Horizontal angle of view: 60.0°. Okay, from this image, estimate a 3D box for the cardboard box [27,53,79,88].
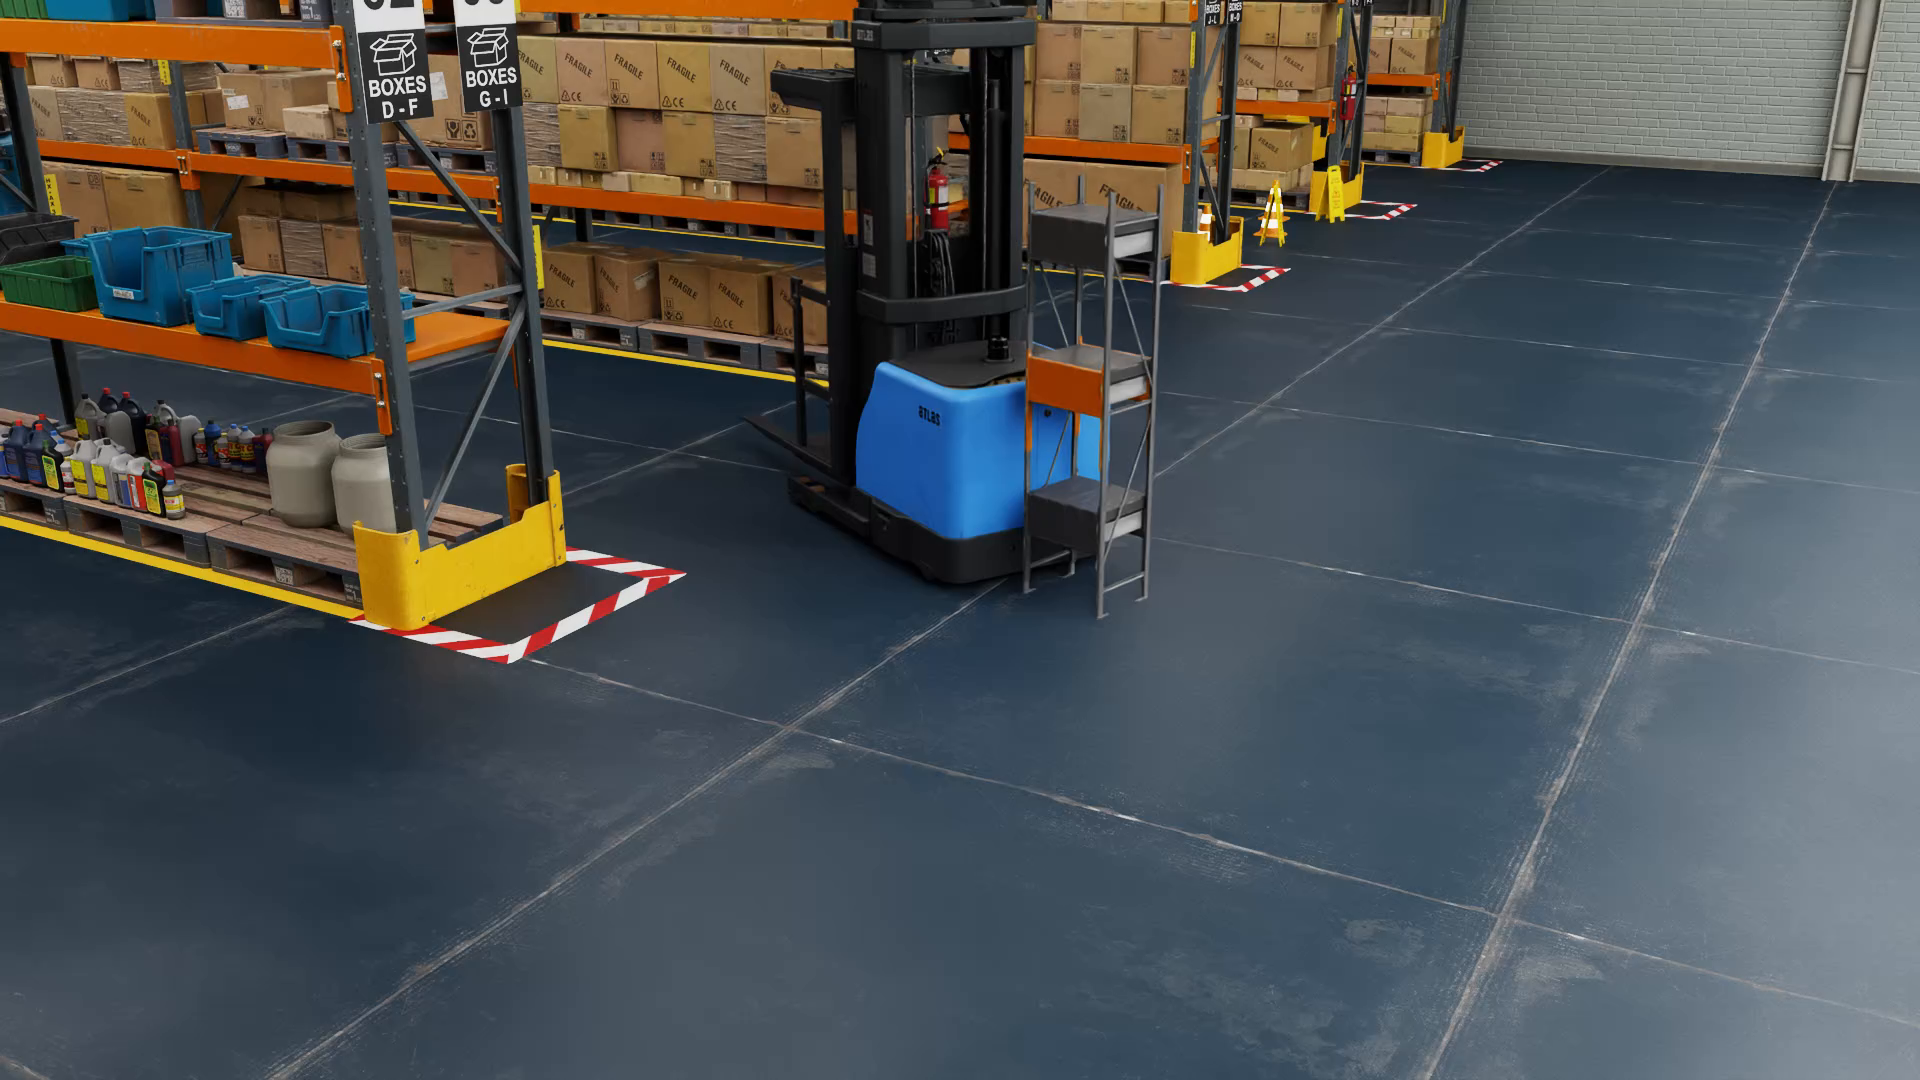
[{"bbox_3d":[-8.819,-4.829,16.661,0.637,0.503,0.797,12,23,29],"label":"cardboard box"}]

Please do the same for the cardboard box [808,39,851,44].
[{"bbox_3d":[-0.829,-3.549,12.702,0.500,0.500,0.500,11,23,27],"label":"cardboard box"}]

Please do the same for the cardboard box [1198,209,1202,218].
[{"bbox_3d":[2.656,-3.861,19.792,0.380,0.149,0.250,-11,23,-29],"label":"cardboard box"}]

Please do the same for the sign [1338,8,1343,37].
[{"bbox_3d":[4.497,-6.116,19.665,0.005,0.325,0.100,11,23,27],"label":"sign"}]

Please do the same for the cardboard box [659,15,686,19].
[{"bbox_3d":[-4.099,-7.694,24.565,0.500,0.500,0.500,10,22,26],"label":"cardboard box"}]

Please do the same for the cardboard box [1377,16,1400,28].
[{"bbox_3d":[6.315,-7.619,24.436,0.250,0.149,0.380,11,23,28],"label":"cardboard box"}]

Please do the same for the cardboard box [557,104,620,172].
[{"bbox_3d":[-2.758,-3.300,13.481,0.500,0.500,0.875,11,23,27],"label":"cardboard box"}]

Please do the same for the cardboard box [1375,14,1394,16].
[{"bbox_3d":[6.355,-7.813,24.972,0.250,0.149,0.380,11,23,28],"label":"cardboard box"}]

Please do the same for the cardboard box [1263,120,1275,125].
[{"bbox_3d":[3.736,-5.148,21.475,0.500,0.500,0.500,10,22,25],"label":"cardboard box"}]

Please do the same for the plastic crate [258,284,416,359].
[{"bbox_3d":[-3.047,-1.084,8.174,0.616,0.251,0.499,11,23,27],"label":"plastic crate"}]

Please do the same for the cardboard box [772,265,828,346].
[{"bbox_3d":[-1.124,-1.855,13.130,0.500,0.500,0.500,18,27,41],"label":"cardboard box"}]

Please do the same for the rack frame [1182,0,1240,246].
[{"bbox_3d":[2.459,-4.095,16.254,0.127,3.000,1.000,11,23,27],"label":"rack frame"}]

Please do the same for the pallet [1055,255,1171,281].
[{"bbox_3d":[1.723,-2.893,17.032,1.213,0.211,1.003,11,23,27],"label":"pallet"}]

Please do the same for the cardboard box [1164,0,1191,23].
[{"bbox_3d":[2.931,-6.527,20.910,0.500,0.500,0.700,11,22,27],"label":"cardboard box"}]

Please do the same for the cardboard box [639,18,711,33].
[{"bbox_3d":[-3.247,-5.696,19.056,0.500,0.500,0.700,10,22,26],"label":"cardboard box"}]

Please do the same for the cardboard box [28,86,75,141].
[{"bbox_3d":[-8.915,-4.275,16.606,0.500,0.500,0.500,11,23,28],"label":"cardboard box"}]

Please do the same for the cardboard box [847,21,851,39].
[{"bbox_3d":[-0.728,-5.266,17.681,0.550,0.550,0.875,11,23,27],"label":"cardboard box"}]

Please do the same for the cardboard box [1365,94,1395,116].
[{"bbox_3d":[6.199,-6.505,24.849,0.500,0.250,0.500,11,23,28],"label":"cardboard box"}]

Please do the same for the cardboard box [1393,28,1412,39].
[{"bbox_3d":[6.525,-7.423,24.332,0.250,0.149,0.380,11,23,28],"label":"cardboard box"}]

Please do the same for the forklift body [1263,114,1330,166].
[{"bbox_3d":[4.657,-6.436,23.955,1.214,2.155,2.313,11,23,27],"label":"forklift body"}]

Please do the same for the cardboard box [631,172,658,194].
[{"bbox_3d":[-2.396,-2.856,13.208,0.250,0.149,0.380,11,23,27],"label":"cardboard box"}]

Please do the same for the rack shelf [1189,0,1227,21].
[{"bbox_3d":[0.713,-5.499,16.782,4.000,0.370,1.077,11,23,27],"label":"rack shelf"}]

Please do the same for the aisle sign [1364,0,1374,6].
[{"bbox_3d":[4.990,-6.889,20.145,0.004,0.787,0.394,11,23,27],"label":"aisle sign"}]

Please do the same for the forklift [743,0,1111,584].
[{"bbox_3d":[-0.373,-1.607,9.497,1.130,2.935,3.031,-11,23,-29],"label":"forklift"}]

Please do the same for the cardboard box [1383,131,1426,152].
[{"bbox_3d":[6.638,-5.952,24.791,0.500,0.250,0.500,11,23,28],"label":"cardboard box"}]

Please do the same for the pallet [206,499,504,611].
[{"bbox_3d":[-3.260,0.015,9.013,1.213,0.211,1.003,11,23,27],"label":"pallet"}]

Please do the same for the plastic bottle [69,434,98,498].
[{"bbox_3d":[-4.918,-0.427,9.383,0.185,0.351,0.144,11,22,27],"label":"plastic bottle"}]

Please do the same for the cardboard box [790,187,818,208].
[{"bbox_3d":[-1.070,-2.617,12.548,0.250,0.149,0.380,11,23,27],"label":"cardboard box"}]

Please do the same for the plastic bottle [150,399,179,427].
[{"bbox_3d":[-4.803,-0.680,10.081,0.185,0.351,0.144,11,22,27],"label":"plastic bottle"}]

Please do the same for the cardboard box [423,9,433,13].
[{"bbox_3d":[-8.449,-8.514,26.825,0.500,0.500,0.500,10,22,26],"label":"cardboard box"}]

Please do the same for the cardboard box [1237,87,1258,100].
[{"bbox_3d":[3.626,-5.557,20.655,0.250,0.149,0.380,11,23,28],"label":"cardboard box"}]

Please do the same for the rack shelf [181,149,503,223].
[{"bbox_3d":[-5.286,-3.294,15.103,4.000,0.370,1.077,11,23,27],"label":"rack shelf"}]

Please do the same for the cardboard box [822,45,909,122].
[{"bbox_3d":[-0.649,-3.309,12.041,0.500,0.500,0.500,11,23,27],"label":"cardboard box"}]

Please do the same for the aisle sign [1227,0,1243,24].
[{"bbox_3d":[2.667,-5.394,16.024,0.004,0.787,0.394,11,23,27],"label":"aisle sign"}]

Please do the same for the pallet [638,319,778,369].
[{"bbox_3d":[-1.868,-1.685,13.702,1.213,0.211,1.003,11,23,27],"label":"pallet"}]

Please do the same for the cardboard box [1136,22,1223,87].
[{"bbox_3d":[2.154,-4.746,16.246,0.550,0.550,0.875,11,23,27],"label":"cardboard box"}]

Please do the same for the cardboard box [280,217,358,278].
[{"bbox_3d":[-5.947,-2.803,15.714,0.500,0.500,0.700,9,22,23],"label":"cardboard box"}]

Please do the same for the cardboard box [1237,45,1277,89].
[{"bbox_3d":[3.742,-5.865,20.551,0.500,0.500,0.500,11,23,27],"label":"cardboard box"}]

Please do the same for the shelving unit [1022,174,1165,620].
[{"bbox_3d":[0.643,-0.696,8.204,0.503,2.100,0.431,18,27,40],"label":"shelving unit"}]

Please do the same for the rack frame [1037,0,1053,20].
[{"bbox_3d":[1.293,-6.250,22.197,0.127,3.000,1.000,11,23,27],"label":"rack frame"}]

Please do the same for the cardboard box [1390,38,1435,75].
[{"bbox_3d":[6.645,-7.114,24.431,0.500,0.500,0.500,10,22,26],"label":"cardboard box"}]

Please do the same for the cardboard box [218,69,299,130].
[{"bbox_3d":[-6.541,-4.132,15.594,0.500,0.500,0.500,8,21,21],"label":"cardboard box"}]

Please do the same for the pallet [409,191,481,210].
[{"bbox_3d":[-6.268,-4.448,21.317,1.213,0.211,1.003,11,23,27],"label":"pallet"}]

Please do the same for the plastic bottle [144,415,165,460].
[{"bbox_3d":[-4.831,-0.614,9.996,0.133,0.283,0.061,11,23,27],"label":"plastic bottle"}]

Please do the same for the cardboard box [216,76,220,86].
[{"bbox_3d":[-9.781,-6.188,22.395,0.250,0.149,0.380,11,23,28],"label":"cardboard box"}]

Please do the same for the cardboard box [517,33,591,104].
[{"bbox_3d":[-3.271,-3.806,13.410,0.500,0.500,0.500,11,23,27],"label":"cardboard box"}]

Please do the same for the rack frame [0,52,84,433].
[{"bbox_3d":[-5.956,-1.825,9.999,0.127,3.000,1.000,11,23,27],"label":"rack frame"}]

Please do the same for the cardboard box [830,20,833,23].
[{"bbox_3d":[-1.461,-7.071,23.262,0.500,0.500,0.500,12,23,30],"label":"cardboard box"}]

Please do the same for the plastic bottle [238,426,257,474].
[{"bbox_3d":[-4.194,-0.536,9.799,0.097,0.271,0.097,0,20,0],"label":"plastic bottle"}]

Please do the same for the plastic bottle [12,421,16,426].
[{"bbox_3d":[-5.544,-0.558,9.843,0.133,0.283,0.061,11,23,27],"label":"plastic bottle"}]

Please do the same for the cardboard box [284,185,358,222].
[{"bbox_3d":[-5.965,-3.162,15.603,0.500,0.250,0.500,14,24,33],"label":"cardboard box"}]

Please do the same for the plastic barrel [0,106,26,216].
[{"bbox_3d":[-6.145,-2.216,10.339,0.708,0.901,0.600,11,23,27],"label":"plastic barrel"}]

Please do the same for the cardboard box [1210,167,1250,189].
[{"bbox_3d":[3.499,-4.633,21.154,0.500,0.250,0.500,11,23,27],"label":"cardboard box"}]

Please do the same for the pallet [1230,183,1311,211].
[{"bbox_3d":[4.026,-4.432,21.275,1.213,0.211,1.003,11,23,27],"label":"pallet"}]

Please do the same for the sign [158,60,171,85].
[{"bbox_3d":[-7.300,-4.344,15.243,0.005,0.325,0.100,11,23,27],"label":"sign"}]
